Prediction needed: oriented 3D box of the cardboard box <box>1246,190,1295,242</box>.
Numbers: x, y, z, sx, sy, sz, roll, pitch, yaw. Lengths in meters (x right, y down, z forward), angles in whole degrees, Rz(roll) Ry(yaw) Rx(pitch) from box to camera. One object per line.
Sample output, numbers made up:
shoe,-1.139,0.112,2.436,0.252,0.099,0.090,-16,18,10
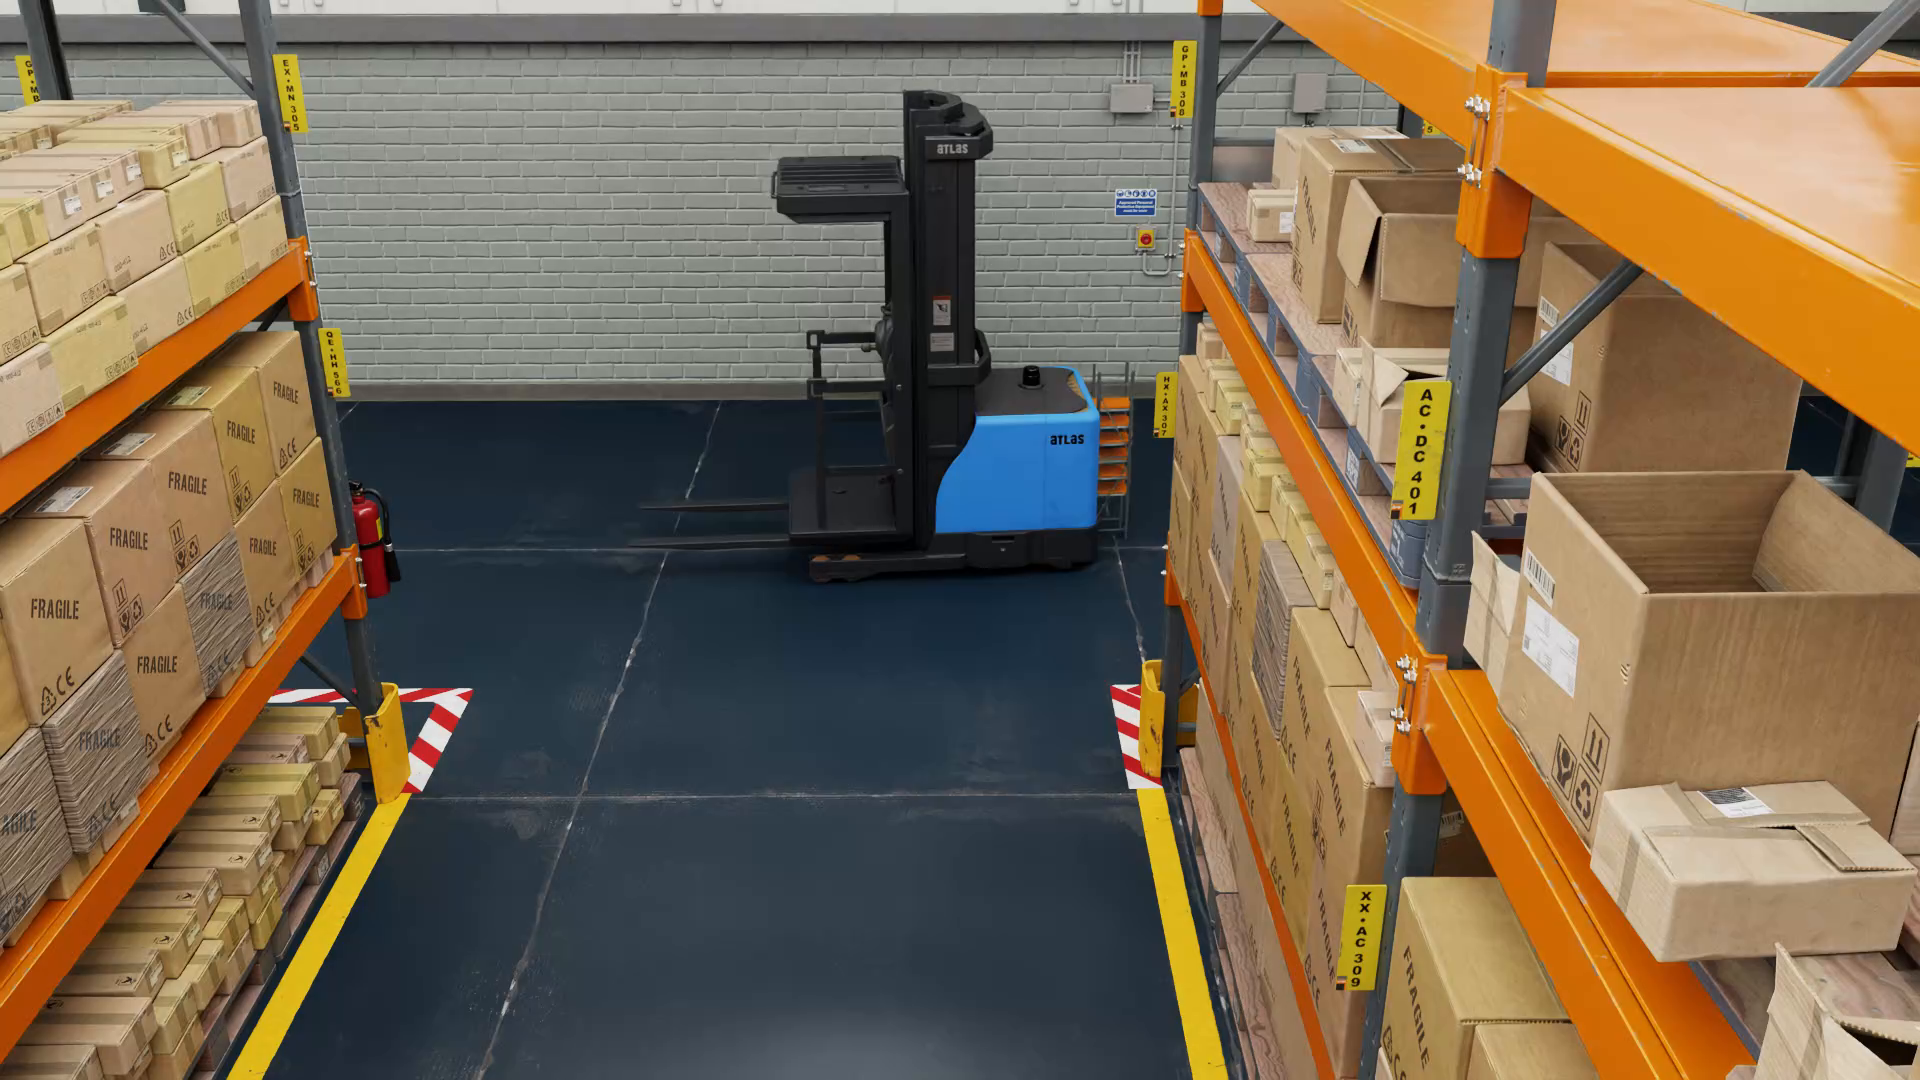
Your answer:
cardboard box,1.311,-1.248,6.404,0.380,0.149,0.250,1,24,1

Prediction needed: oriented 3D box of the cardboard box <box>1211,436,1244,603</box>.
cardboard box,1.276,-0.086,6.465,0.500,0.500,0.500,0,24,-1

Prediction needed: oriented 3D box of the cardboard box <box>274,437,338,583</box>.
cardboard box,-3.157,-0.142,7.441,0.500,0.500,0.500,0,24,1

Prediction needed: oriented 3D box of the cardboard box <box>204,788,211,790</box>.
cardboard box,-3.733,1.180,7.950,0.380,0.149,0.250,0,24,1

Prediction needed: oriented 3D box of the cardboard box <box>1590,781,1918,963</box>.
cardboard box,1.237,0.511,2.614,0.380,0.166,0.250,-2,24,-4

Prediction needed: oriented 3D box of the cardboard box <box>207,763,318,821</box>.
cardboard box,-3.085,1.119,7.364,0.380,0.149,0.250,-1,24,-2

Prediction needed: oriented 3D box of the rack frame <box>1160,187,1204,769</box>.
rack frame,1.530,-0.208,8.071,1.000,3.000,0.127,0,24,-1

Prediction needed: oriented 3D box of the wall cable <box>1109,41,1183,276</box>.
wall cable,1.445,-3.009,12.992,0.585,1.953,0.123,0,24,-1

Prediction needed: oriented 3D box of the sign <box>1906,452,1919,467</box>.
sign,2.116,-0.312,3.651,0.100,0.325,0.005,0,24,-1

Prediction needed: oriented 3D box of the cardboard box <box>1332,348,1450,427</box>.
cardboard box,1.243,-0.420,4.573,0.380,0.149,0.250,0,24,1

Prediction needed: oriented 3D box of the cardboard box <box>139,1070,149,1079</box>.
cardboard box,-3.206,2.033,6.065,0.380,0.149,0.250,-1,24,-3

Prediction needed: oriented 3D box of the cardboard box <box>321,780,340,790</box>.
cardboard box,-3.205,1.179,7.953,0.380,0.149,0.250,0,24,0

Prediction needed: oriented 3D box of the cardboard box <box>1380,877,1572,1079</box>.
cardboard box,1.291,1.121,3.796,0.500,0.500,0.500,0,24,0

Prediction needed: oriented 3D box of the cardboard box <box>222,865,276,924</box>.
cardboard box,-3.102,1.471,6.946,0.380,0.149,0.250,0,24,0

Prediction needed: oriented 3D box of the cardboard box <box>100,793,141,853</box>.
cardboard box,-3.114,0.958,5.798,0.380,0.149,0.250,1,24,2

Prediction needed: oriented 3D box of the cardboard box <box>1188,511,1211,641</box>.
cardboard box,1.281,0.153,7.150,0.500,0.500,0.500,-1,24,-1

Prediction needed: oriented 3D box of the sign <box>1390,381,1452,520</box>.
sign,1.018,-0.195,3.679,0.100,0.325,0.005,0,24,-1

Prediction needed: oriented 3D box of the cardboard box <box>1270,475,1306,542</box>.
cardboard box,1.283,-0.111,5.733,0.380,0.149,0.250,0,24,-1

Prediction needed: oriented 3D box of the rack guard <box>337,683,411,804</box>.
rack guard,-3.418,1.026,8.376,1.175,0.500,0.348,0,24,-1

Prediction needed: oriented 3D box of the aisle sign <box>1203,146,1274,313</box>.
aisle sign,1.239,-1.421,7.598,0.394,0.787,0.004,0,24,-1

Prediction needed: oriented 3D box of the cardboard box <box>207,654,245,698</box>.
cardboard box,-3.150,0.523,6.759,0.380,0.149,0.250,-1,24,-3

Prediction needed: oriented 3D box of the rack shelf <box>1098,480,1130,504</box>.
rack shelf,1.000,-0.319,11.189,0.258,0.103,0.180,-3,24,-6

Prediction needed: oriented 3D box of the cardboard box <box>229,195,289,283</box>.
cardboard box,-3.150,-1.257,6.931,0.500,0.250,0.500,-1,24,-2

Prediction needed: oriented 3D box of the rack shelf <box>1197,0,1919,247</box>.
rack shelf,1.551,-1.608,5.243,1.077,0.370,4.000,0,24,-1

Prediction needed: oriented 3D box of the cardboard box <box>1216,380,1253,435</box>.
cardboard box,1.240,-0.534,6.669,0.380,0.149,0.250,-1,24,-2

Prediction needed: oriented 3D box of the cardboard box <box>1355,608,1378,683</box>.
cardboard box,1.364,0.306,4.812,0.380,0.149,0.250,0,24,0

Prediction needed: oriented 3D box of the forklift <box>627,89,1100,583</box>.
forklift,-0.649,-1.291,10.547,3.031,2.935,1.130,-2,24,-5

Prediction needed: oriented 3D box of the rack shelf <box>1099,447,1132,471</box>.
rack shelf,1.000,-0.538,11.090,0.258,0.103,0.180,-3,24,-6

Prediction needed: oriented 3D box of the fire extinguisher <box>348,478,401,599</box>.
fire extinguisher,-2.960,-0.045,8.256,0.296,0.674,0.183,0,24,-1

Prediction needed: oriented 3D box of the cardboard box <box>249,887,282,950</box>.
cardboard box,-3.103,1.600,7.022,0.380,0.149,0.250,-1,24,-3

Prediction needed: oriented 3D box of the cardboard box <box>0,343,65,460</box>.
cardboard box,-3.117,-0.408,5.053,0.500,0.250,0.500,1,24,2

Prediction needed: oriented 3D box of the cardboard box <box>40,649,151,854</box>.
cardboard box,-3.111,0.706,5.567,0.500,0.500,0.500,-1,24,-2

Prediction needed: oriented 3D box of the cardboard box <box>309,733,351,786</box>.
cardboard box,-3.128,1.044,7.891,0.380,0.149,0.250,-1,24,-2

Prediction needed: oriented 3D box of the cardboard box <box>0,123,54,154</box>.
cardboard box,-3.728,-1.501,6.379,0.380,0.149,0.250,0,24,-1

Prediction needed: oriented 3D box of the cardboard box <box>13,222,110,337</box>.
cardboard box,-3.156,-0.852,5.430,0.500,0.250,0.500,-1,24,-3

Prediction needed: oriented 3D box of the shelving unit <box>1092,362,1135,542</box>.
shelving unit,1.000,-0.578,11.072,0.258,1.200,0.189,-3,24,-6

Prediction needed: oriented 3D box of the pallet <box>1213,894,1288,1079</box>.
pallet,1.627,1.893,6.809,1.003,0.211,1.213,0,24,-1

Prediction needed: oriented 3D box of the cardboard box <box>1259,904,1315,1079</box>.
cardboard box,1.663,1.788,6.257,0.875,0.438,0.875,-1,24,-2

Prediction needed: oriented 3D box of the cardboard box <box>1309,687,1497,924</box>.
cardboard box,1.292,0.745,4.627,0.500,0.500,0.500,0,24,-1

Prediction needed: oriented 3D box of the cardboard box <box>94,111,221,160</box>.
cardboard box,-3.195,-1.615,6.632,0.380,0.149,0.250,0,24,0

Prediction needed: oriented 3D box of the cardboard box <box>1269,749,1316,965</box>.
cardboard box,1.301,0.992,5.295,0.500,0.500,0.500,-1,24,-2

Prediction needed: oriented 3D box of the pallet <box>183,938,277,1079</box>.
pallet,-3.434,1.994,6.586,1.003,0.211,1.213,0,24,-1

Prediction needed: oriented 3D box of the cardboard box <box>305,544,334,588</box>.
cardboard box,-3.133,0.103,7.687,0.380,0.149,0.250,0,24,0

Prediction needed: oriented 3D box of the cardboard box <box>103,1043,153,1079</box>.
cardboard box,-3.170,1.896,6.006,0.380,0.149,0.250,1,24,2

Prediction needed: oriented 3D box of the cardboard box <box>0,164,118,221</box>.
cardboard box,-3.139,-1.189,5.690,0.380,0.149,0.250,0,24,1

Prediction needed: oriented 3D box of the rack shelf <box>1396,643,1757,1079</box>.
rack shelf,1.595,1.225,2.134,1.077,0.370,4.000,0,24,-1

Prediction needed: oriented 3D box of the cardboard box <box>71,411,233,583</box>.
cardboard box,-3.145,-0.171,6.292,0.500,0.500,0.500,1,24,2

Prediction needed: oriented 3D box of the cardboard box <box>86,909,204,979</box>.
cardboard box,-3.164,1.553,6.404,0.380,0.149,0.250,0,24,0
